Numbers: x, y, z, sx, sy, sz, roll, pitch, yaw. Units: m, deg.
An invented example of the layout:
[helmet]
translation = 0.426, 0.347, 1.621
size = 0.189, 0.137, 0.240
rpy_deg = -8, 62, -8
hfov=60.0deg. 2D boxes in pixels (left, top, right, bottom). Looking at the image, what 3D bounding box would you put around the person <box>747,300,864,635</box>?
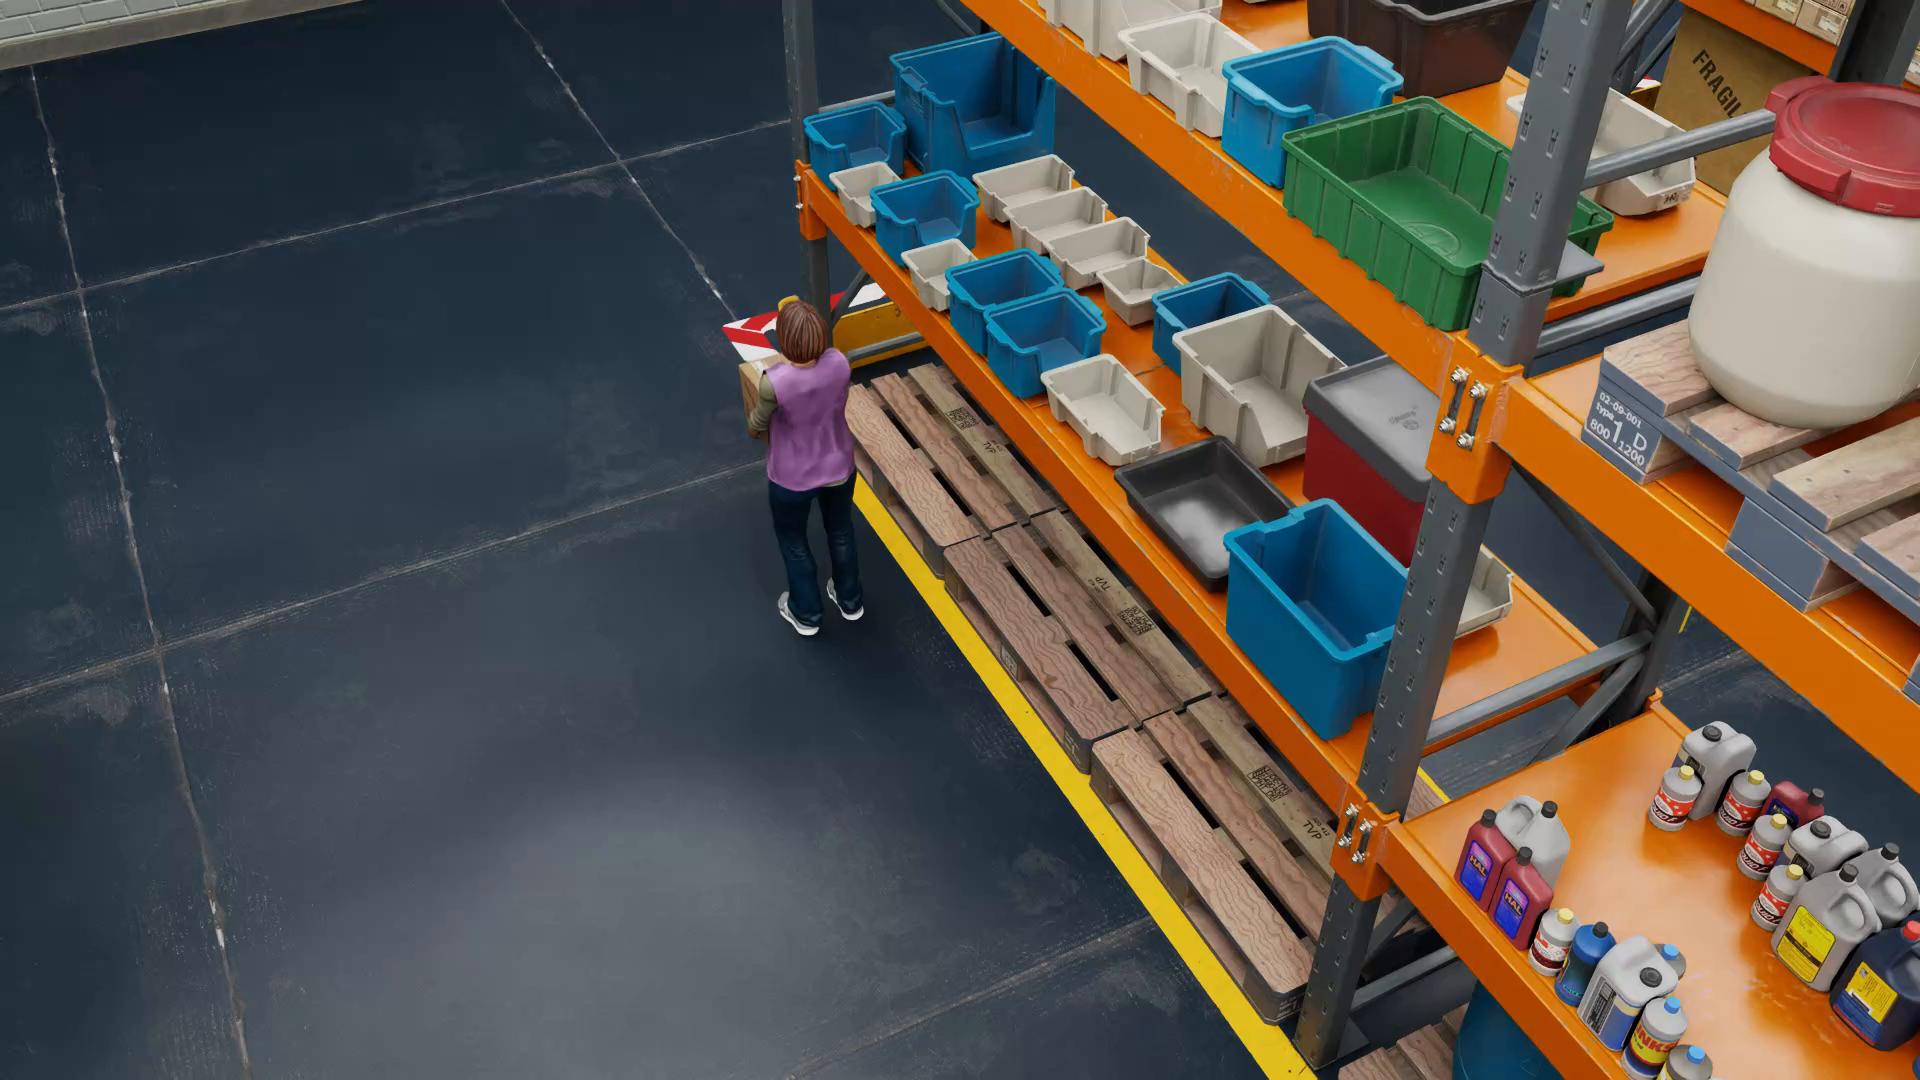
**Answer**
[person]
translation = -0.616, -0.325, 6.534
size = 0.405, 1.593, 0.489
rpy_deg = -18, 45, -20
